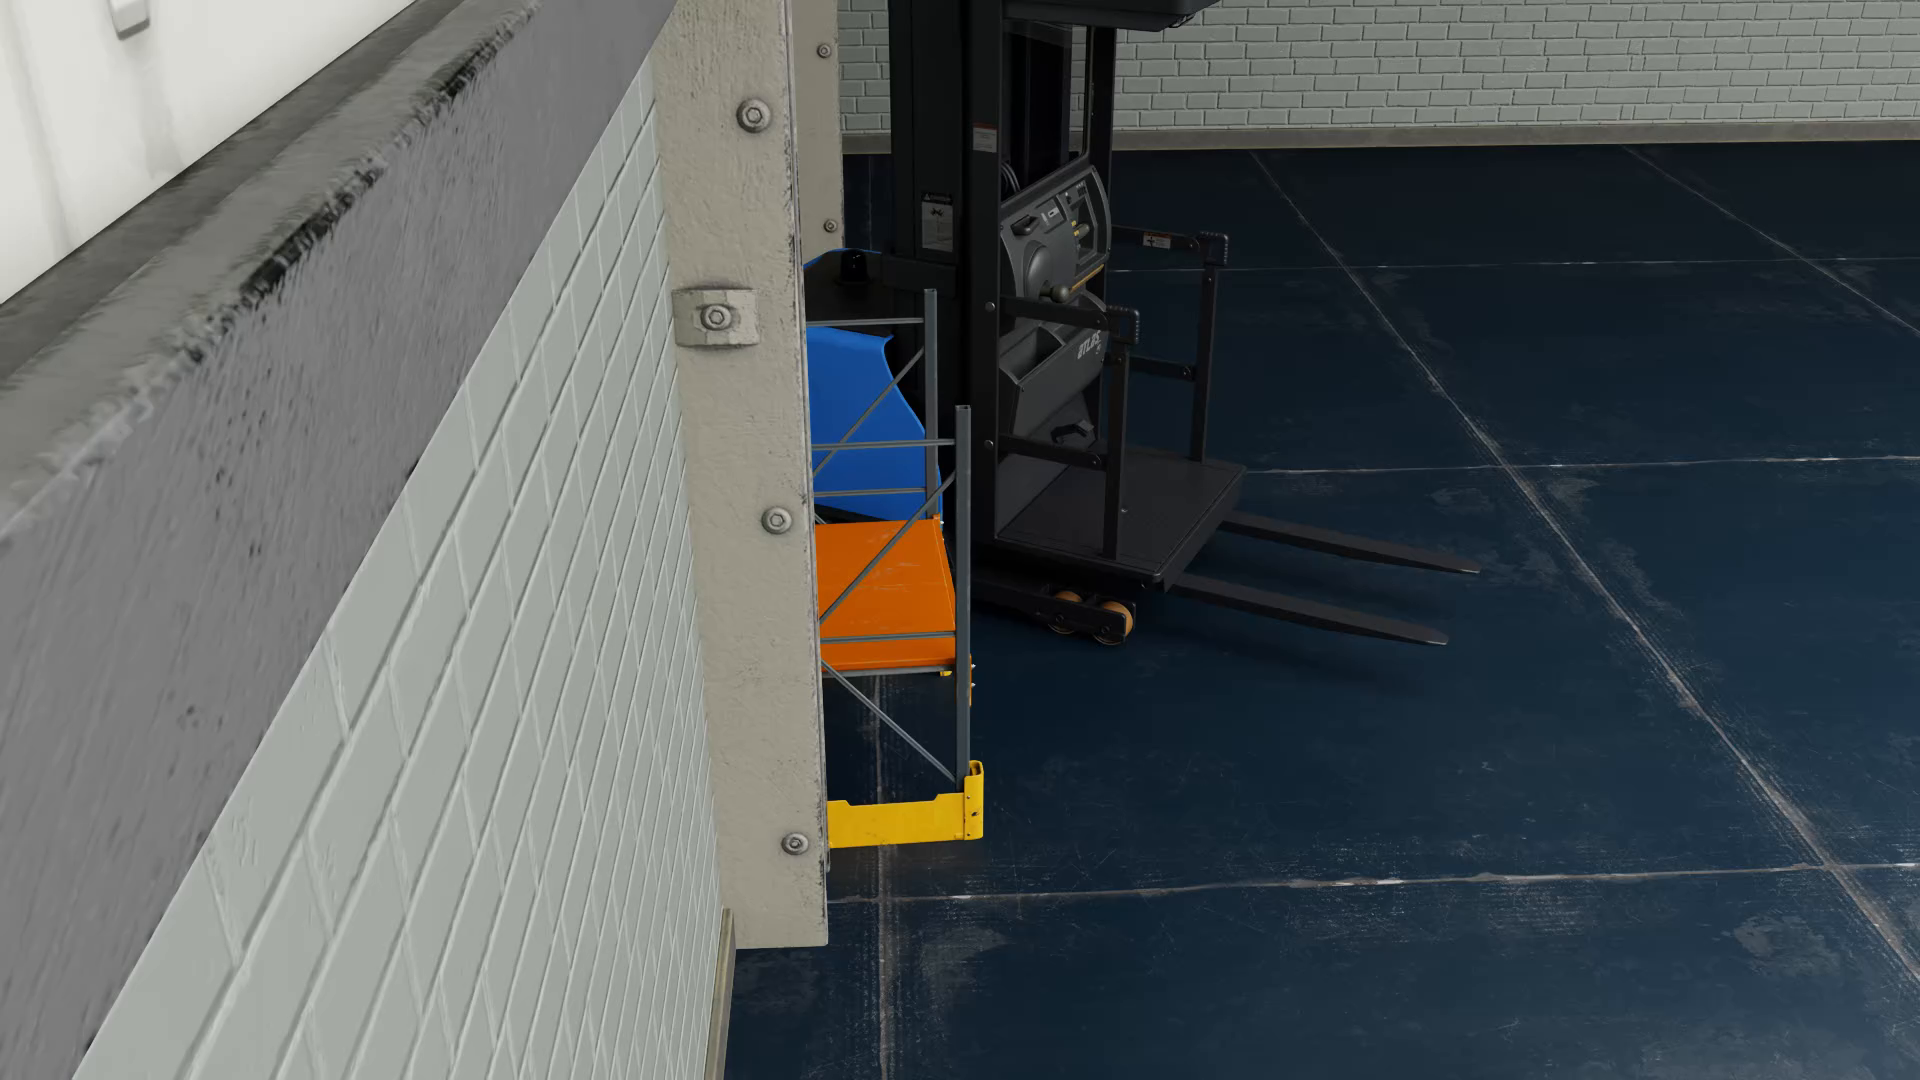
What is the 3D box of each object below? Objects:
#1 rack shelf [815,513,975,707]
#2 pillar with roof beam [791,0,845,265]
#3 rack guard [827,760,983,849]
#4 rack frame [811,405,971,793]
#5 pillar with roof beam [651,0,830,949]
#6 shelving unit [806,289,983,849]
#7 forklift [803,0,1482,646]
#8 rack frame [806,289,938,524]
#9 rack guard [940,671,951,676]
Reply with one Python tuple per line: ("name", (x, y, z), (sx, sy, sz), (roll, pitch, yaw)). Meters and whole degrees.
("rack shelf", (-0.274, 0.225, 5.585), (0.538, 0.185, 1.000), (-3, 28, -5))
("pillar with roof beam", (3.428, -5.748, 8.540), (9.100, 9.000, 0.400), (-1, 28, -3))
("rack guard", (-0.220, 0.853, 5.344), (0.587, 0.250, 0.087), (-3, 28, -5))
("rack frame", (-0.220, 0.299, 5.054), (0.500, 1.500, 0.032), (-3, 28, -5))
("pillar with roof beam", (3.741, -2.977, 3.227), (9.100, 9.000, 0.400), (-1, 28, -3))
("shelving unit", (-0.273, 0.070, 5.494), (0.587, 1.500, 1.083), (-3, 28, -5))
("forklift", (0.557, -1.171, 6.326), (3.031, 2.935, 1.130), (13, 30, 23))
("rack frame", (-0.329, -0.168, 5.950), (0.500, 1.500, 0.032), (-3, 28, -5))
("rack guard", (-0.327, 0.395, 6.222), (0.587, 0.250, 0.087), (-3, 28, -5))
